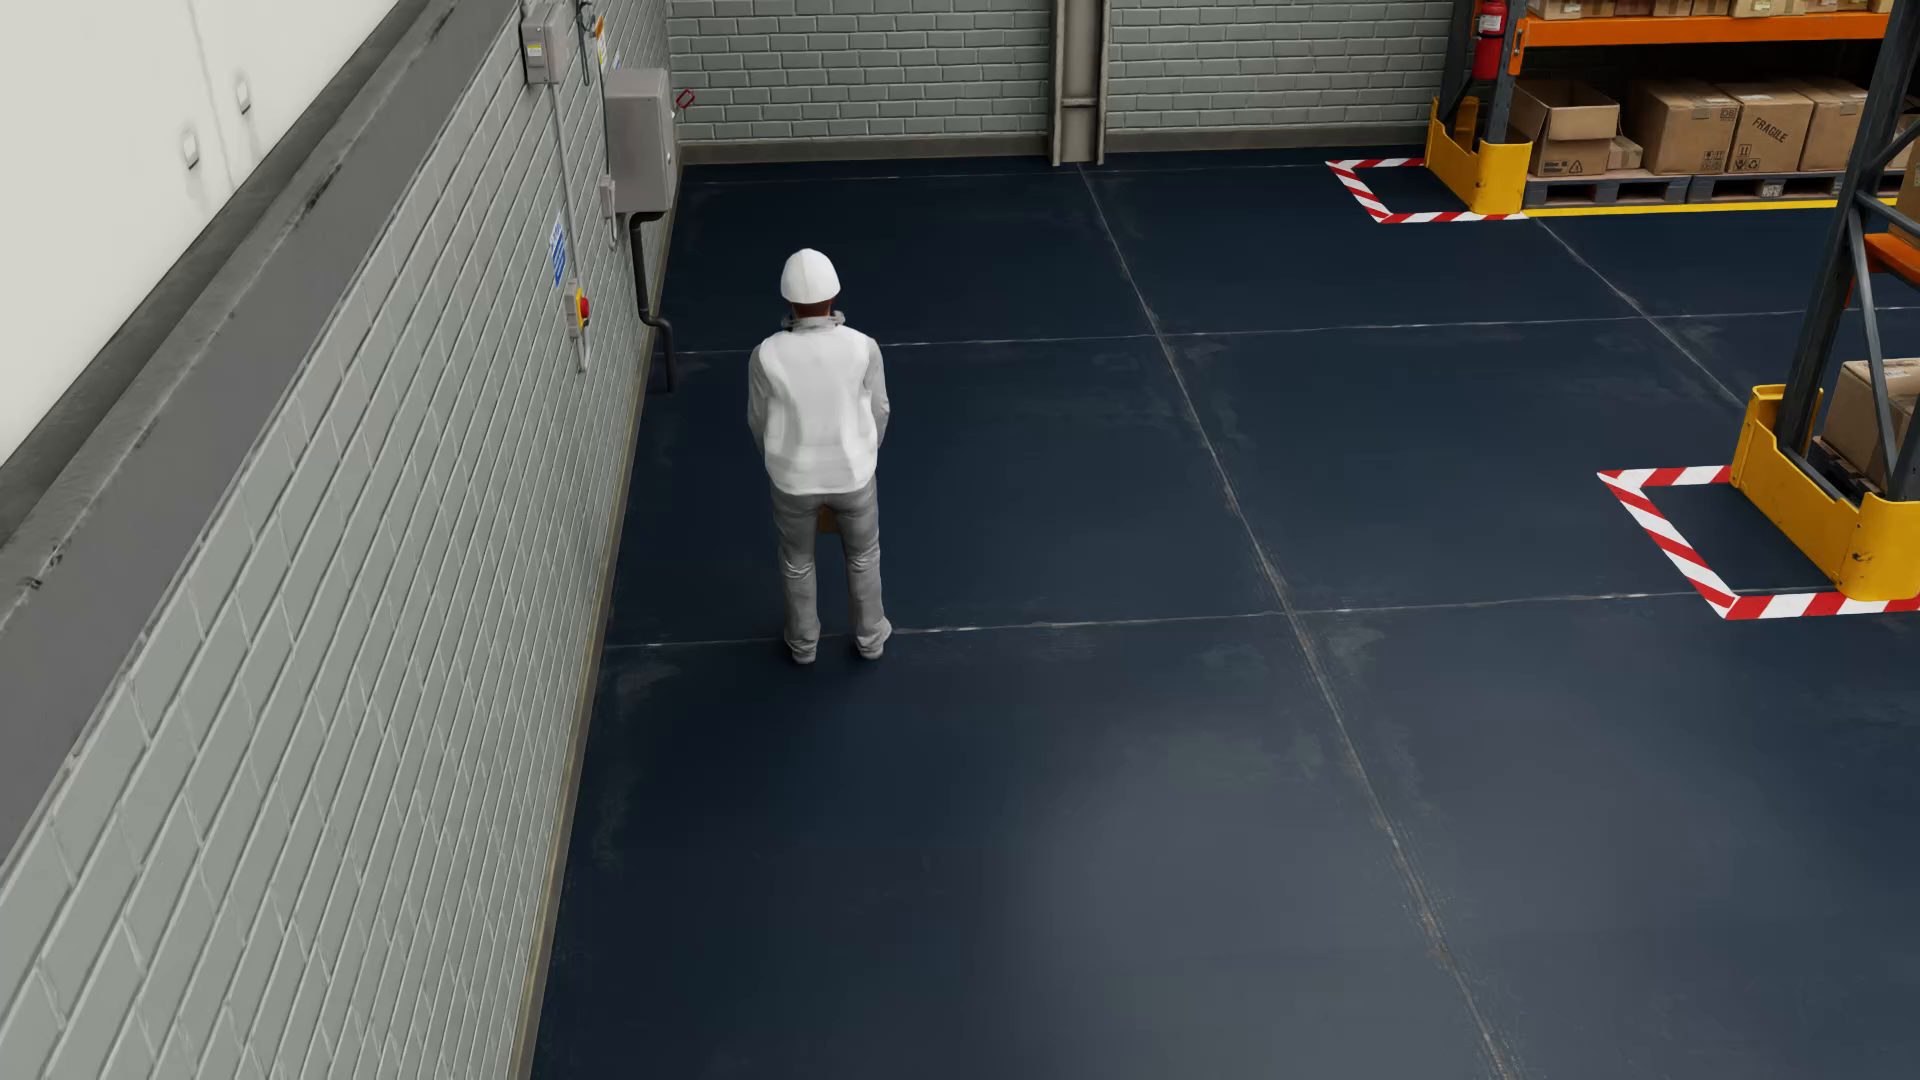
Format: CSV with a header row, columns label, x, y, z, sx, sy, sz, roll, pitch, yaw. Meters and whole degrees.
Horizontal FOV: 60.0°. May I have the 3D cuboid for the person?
label,x,y,z,sx,sy,sz,roll,pitch,yaw
person,-0.549,-0.290,6.586,0.555,1.777,0.423,-3,31,-6
